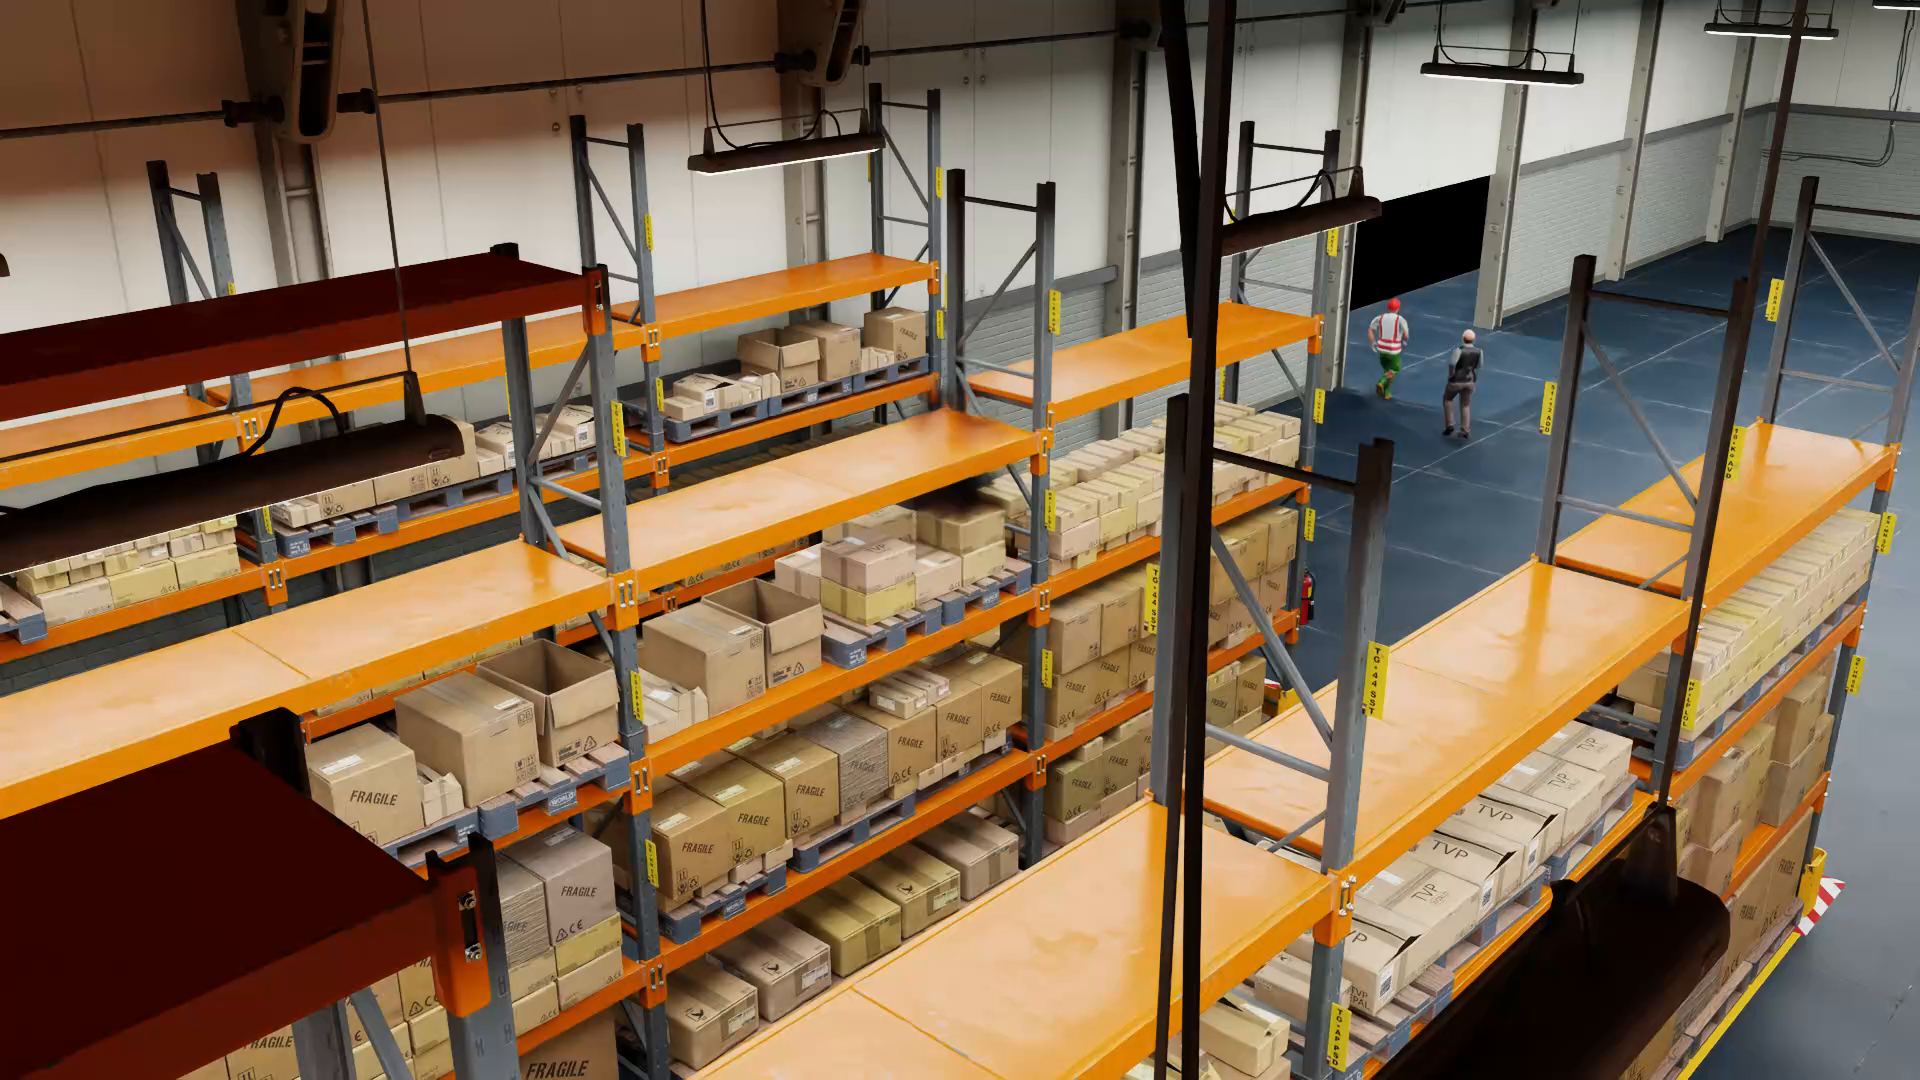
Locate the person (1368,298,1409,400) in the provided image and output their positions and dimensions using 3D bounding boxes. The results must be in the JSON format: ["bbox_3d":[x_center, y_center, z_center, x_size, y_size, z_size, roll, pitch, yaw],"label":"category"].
[{"bbox_3d":[7.159,-3.165,27.788,0.697,1.759,0.668,16,27,36],"label":"person"}]

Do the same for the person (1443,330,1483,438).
[{"bbox_3d":[7.796,-2.383,25.904,0.637,1.689,0.711,-1,21,-3],"label":"person"}]
